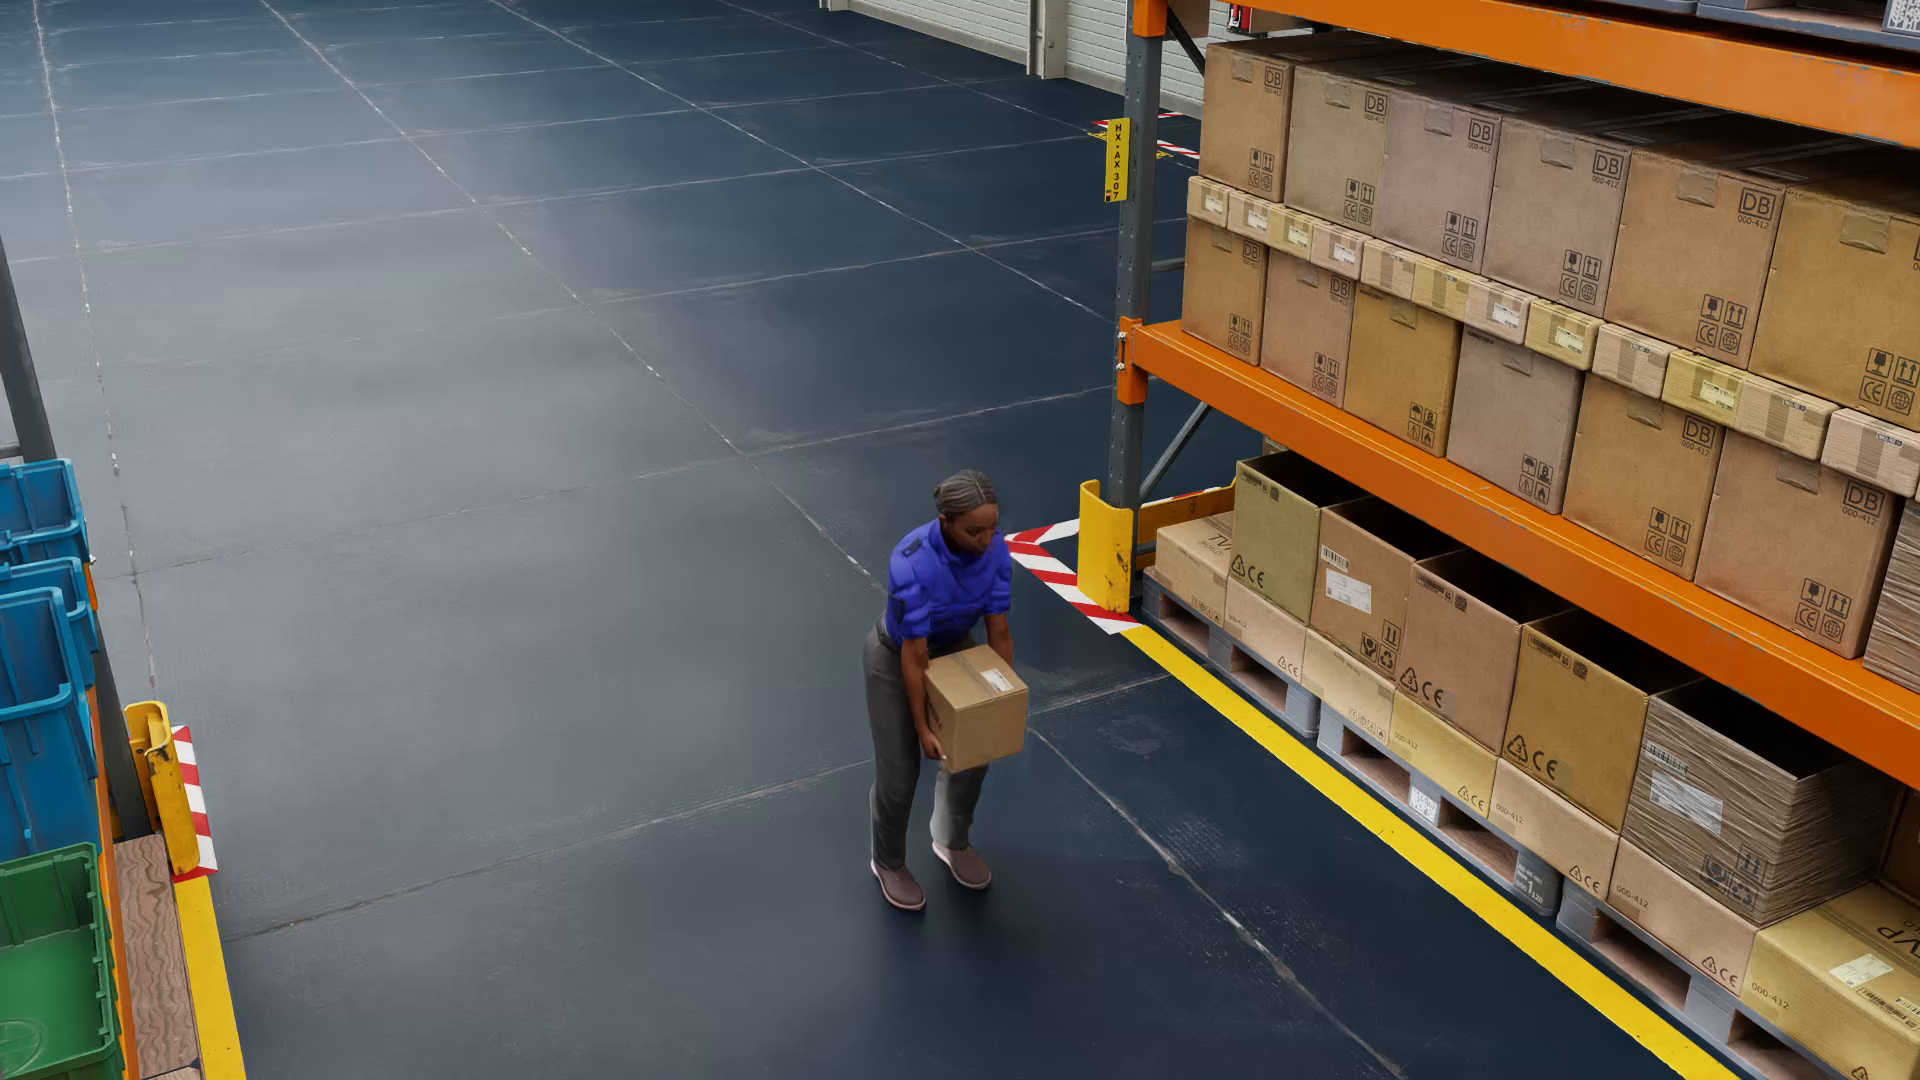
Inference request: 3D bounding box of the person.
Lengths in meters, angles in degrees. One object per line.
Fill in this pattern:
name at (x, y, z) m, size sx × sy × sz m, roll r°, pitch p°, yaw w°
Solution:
person at (-0.056, 0.463, 5.244) m, size 0.410 × 1.590 × 0.557 m, roll -14°, pitch 29°, yaw -26°
